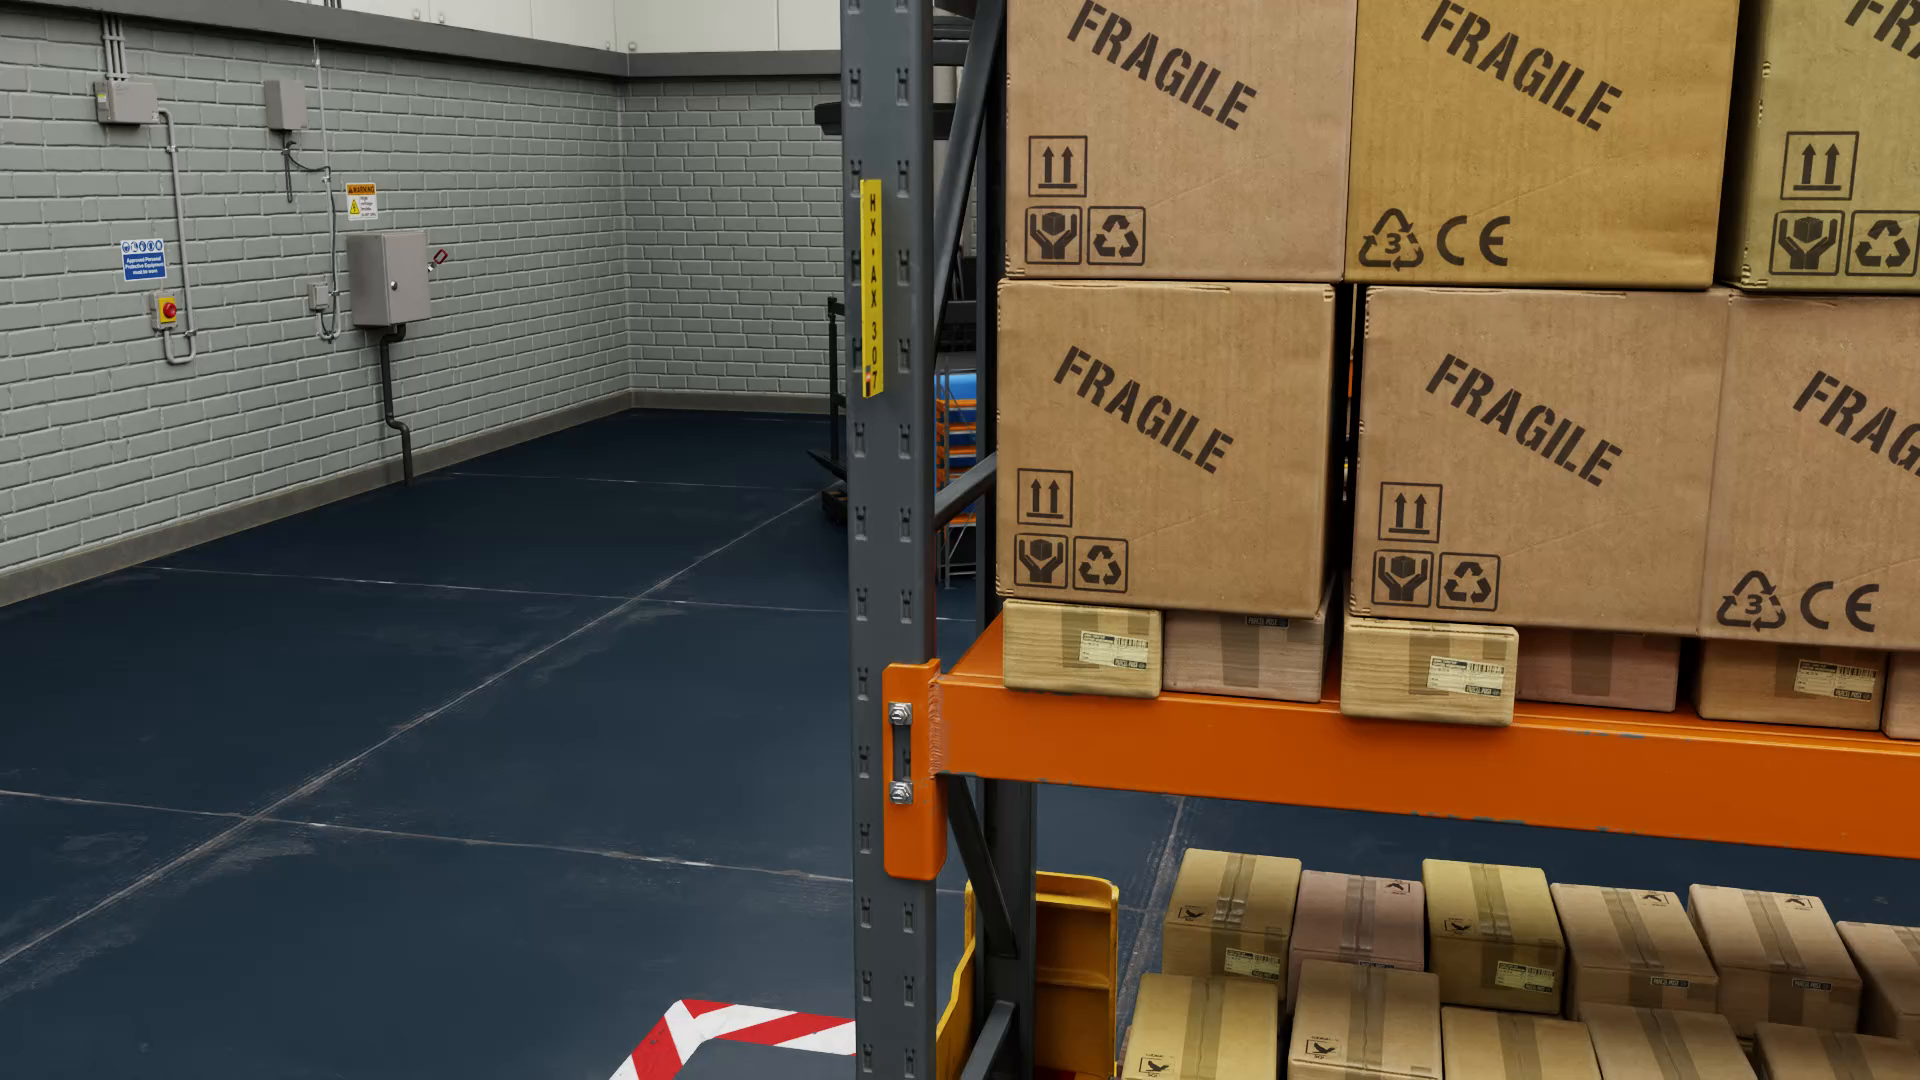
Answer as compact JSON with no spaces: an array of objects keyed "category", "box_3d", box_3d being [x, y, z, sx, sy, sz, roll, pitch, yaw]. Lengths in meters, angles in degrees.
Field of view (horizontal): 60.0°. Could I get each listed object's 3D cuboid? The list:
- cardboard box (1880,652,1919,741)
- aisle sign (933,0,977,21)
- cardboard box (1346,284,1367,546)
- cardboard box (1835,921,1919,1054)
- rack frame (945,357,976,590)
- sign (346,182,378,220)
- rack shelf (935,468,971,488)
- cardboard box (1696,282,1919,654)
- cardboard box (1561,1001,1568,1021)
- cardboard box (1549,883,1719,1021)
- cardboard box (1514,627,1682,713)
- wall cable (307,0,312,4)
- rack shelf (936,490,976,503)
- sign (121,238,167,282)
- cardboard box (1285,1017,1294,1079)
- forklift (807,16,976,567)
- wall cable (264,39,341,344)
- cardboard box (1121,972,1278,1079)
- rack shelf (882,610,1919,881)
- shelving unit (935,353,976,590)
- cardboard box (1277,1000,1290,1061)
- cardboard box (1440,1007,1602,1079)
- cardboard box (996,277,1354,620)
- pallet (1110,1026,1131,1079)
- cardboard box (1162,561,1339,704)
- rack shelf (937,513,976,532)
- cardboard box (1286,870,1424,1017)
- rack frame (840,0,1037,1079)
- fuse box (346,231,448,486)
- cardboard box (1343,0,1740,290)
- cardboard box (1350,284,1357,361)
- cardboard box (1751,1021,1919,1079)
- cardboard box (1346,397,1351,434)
[{"category":"cardboard box","box_3d":[1.513,0.185,2.556,0.250,0.149,0.380,3,13,12]},{"category":"aisle sign","box_3d":[-0.003,-1.412,3.171,0.004,0.787,0.394,3,13,14]},{"category":"cardboard box","box_3d":[0.993,-0.273,3.121,0.500,0.500,0.500,3,13,13]},{"category":"cardboard box","box_3d":[1.823,0.872,3.115,0.250,0.149,0.380,3,13,12]},{"category":"rack frame","box_3d":[0.041,-0.336,8.480,0.240,1.200,0.006,-3,13,-14]},{"category":"sign","box_3d":[-3.965,-2.246,11.027,0.001,0.242,0.339,3,13,14]},{"category":"rack shelf","box_3d":[0.019,-0.312,8.576,0.258,0.103,0.180,-3,13,-14]},{"category":"cardboard box","box_3d":[1.364,-0.138,2.514,0.500,0.500,0.500,3,13,14]},{"category":"cardboard box","box_3d":[1.318,0.995,3.249,0.250,0.149,0.380,3,13,13]},{"category":"cardboard box","box_3d":[1.319,0.833,3.292,0.250,0.149,0.380,3,13,11]},{"category":"cardboard box","box_3d":[1.022,0.147,2.727,0.250,0.149,0.380,4,13,16]},{"category":"wall cable","box_3d":[-4.323,-4.445,8.992,0.029,3.000,2.355,3,13,14]},{"category":"rack shelf","box_3d":[0.019,-0.195,8.602,0.258,0.103,0.180,-3,13,-14]},{"category":"sign","box_3d":[-4.467,-1.535,9.102,0.001,0.218,0.327,3,13,14]},{"category":"cardboard box","box_3d":[0.831,1.086,3.525,0.250,0.149,0.380,3,13,15]},{"category":"forklift","box_3d":[-0.219,-1.558,9.991,1.130,2.935,3.031,-5,13,-20]},{"category":"wall cable","box_3d":[-4.067,-2.205,10.400,0.122,1.984,0.588,3,13,14]},{"category":"cardboard box","box_3d":[0.424,0.919,2.905,0.250,0.149,0.380,2,13,11]},{"category":"rack shelf","box_3d":[1.938,0.379,2.761,4.000,0.370,1.077,3,13,14]},{"category":"shelving unit","box_3d":[0.019,-0.356,8.567,0.258,1.200,0.189,-3,13,-14]},{"category":"cardboard box","box_3d":[0.577,0.933,3.529,0.250,0.149,0.380,3,13,12]},{"category":"cardboard box","box_3d":[0.934,0.948,2.774,0.250,0.149,0.380,3,13,13]},{"category":"cardboard box","box_3d":[0.366,-0.189,2.741,0.500,0.500,0.500,4,13,16]},{"category":"pallet","box_3d":[0.850,1.339,3.212,1.213,0.211,1.003,3,13,14]},{"category":"cardboard box","box_3d":[0.489,0.137,2.771,0.250,0.149,0.380,4,13,16]},{"category":"rack shelf","box_3d":[0.019,-0.078,8.628,0.258,0.103,0.180,-3,13,-14]},{"category":"cardboard box","box_3d":[0.801,0.820,3.353,0.250,0.149,0.380,3,13,15]},{"category":"rack frame","box_3d":[-0.004,-0.076,3.151,0.127,3.000,1.000,3,13,14]},{"category":"fuse box","box_3d":[-3.751,-1.215,11.260,0.414,1.711,0.539,3,13,14]},{"category":"cardboard box","box_3d":[0.860,-0.654,2.531,0.500,0.500,0.500,3,13,15]},{"category":"cardboard box","box_3d":[1.979,-1.065,7.379,0.500,0.500,0.500,3,13,13]},{"category":"cardboard box","box_3d":[1.462,0.960,2.721,0.250,0.149,0.380,4,13,16]},{"category":"cardboard box","box_3d":[2.841,-1.101,12.564,0.637,0.503,0.797,3,13,11]}]
